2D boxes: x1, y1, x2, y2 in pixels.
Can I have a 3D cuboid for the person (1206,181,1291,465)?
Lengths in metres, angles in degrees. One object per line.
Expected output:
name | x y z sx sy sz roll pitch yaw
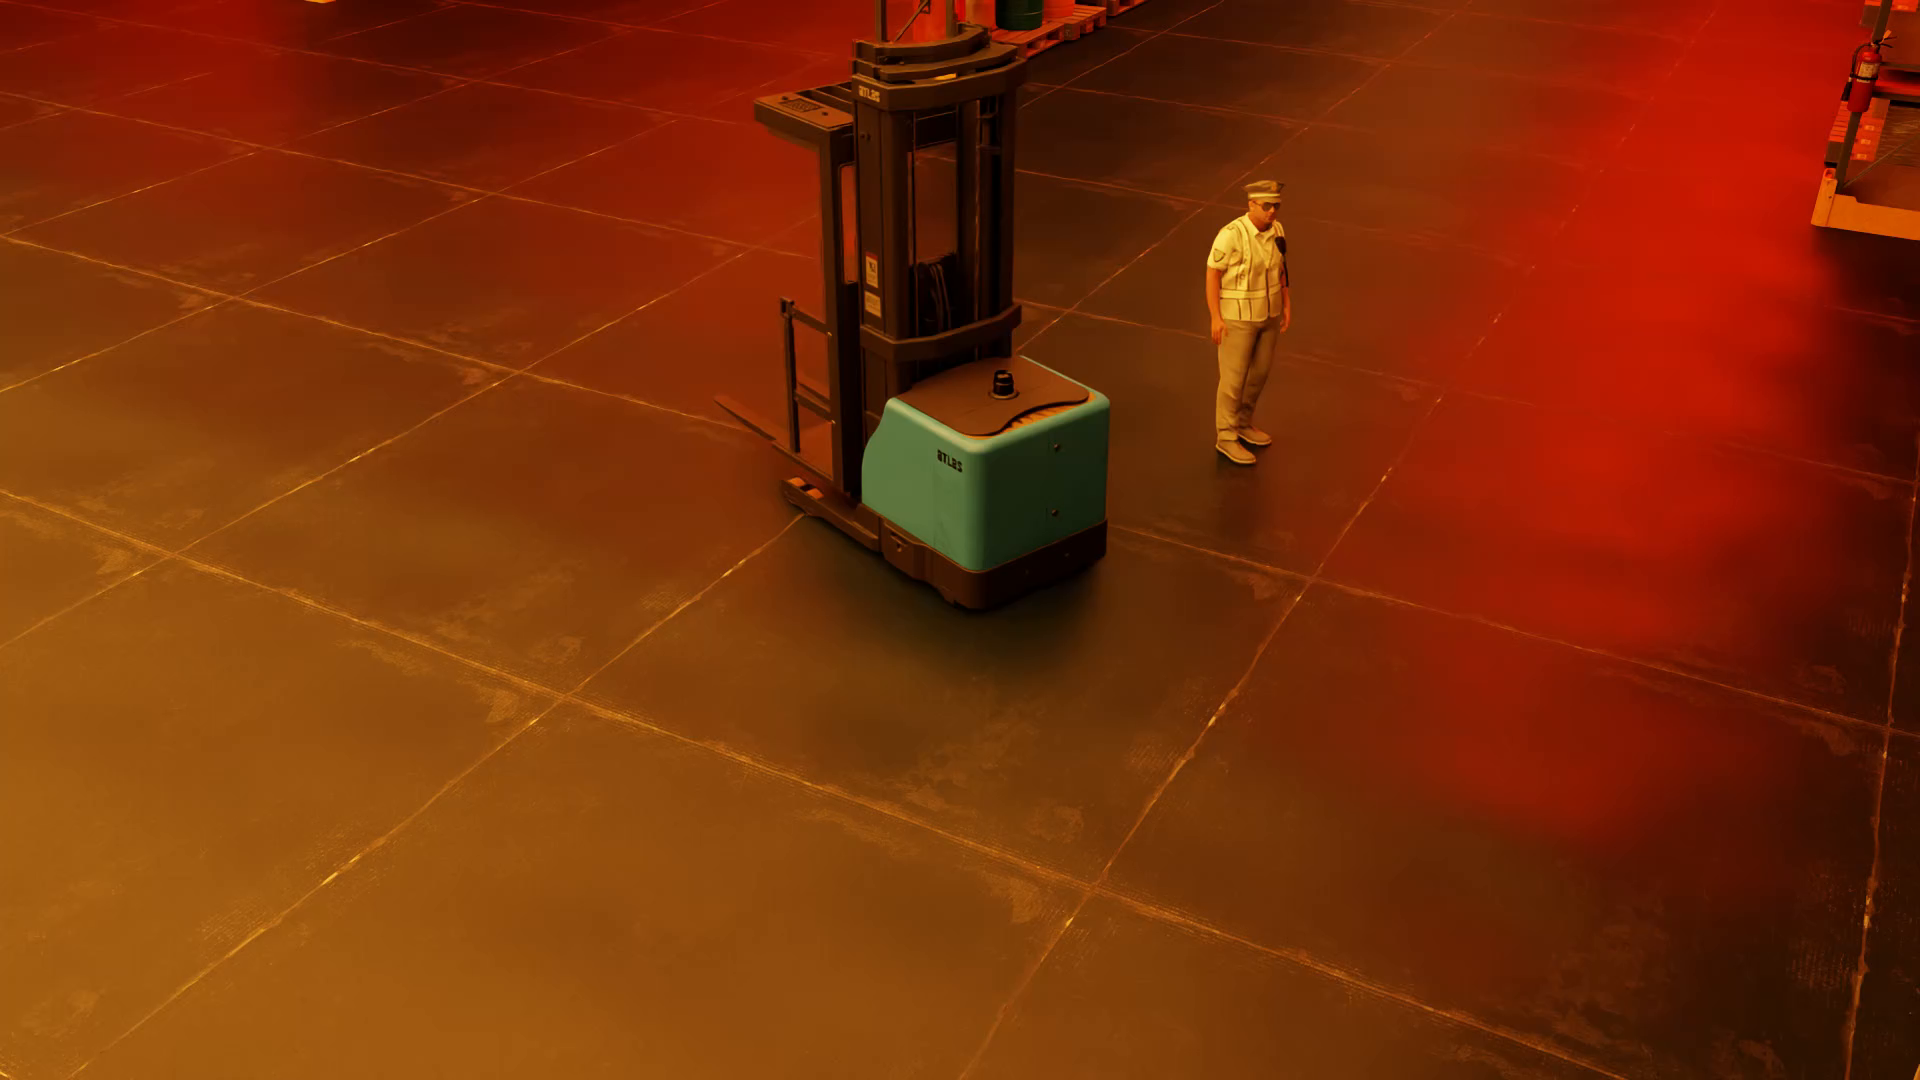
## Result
person | 1.913 -1.425 10.693 0.677 1.778 0.564 -20 36 -31

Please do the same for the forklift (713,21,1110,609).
forklift | -0.461 -1.556 9.766 1.130 2.935 3.031 -22 37 -33
